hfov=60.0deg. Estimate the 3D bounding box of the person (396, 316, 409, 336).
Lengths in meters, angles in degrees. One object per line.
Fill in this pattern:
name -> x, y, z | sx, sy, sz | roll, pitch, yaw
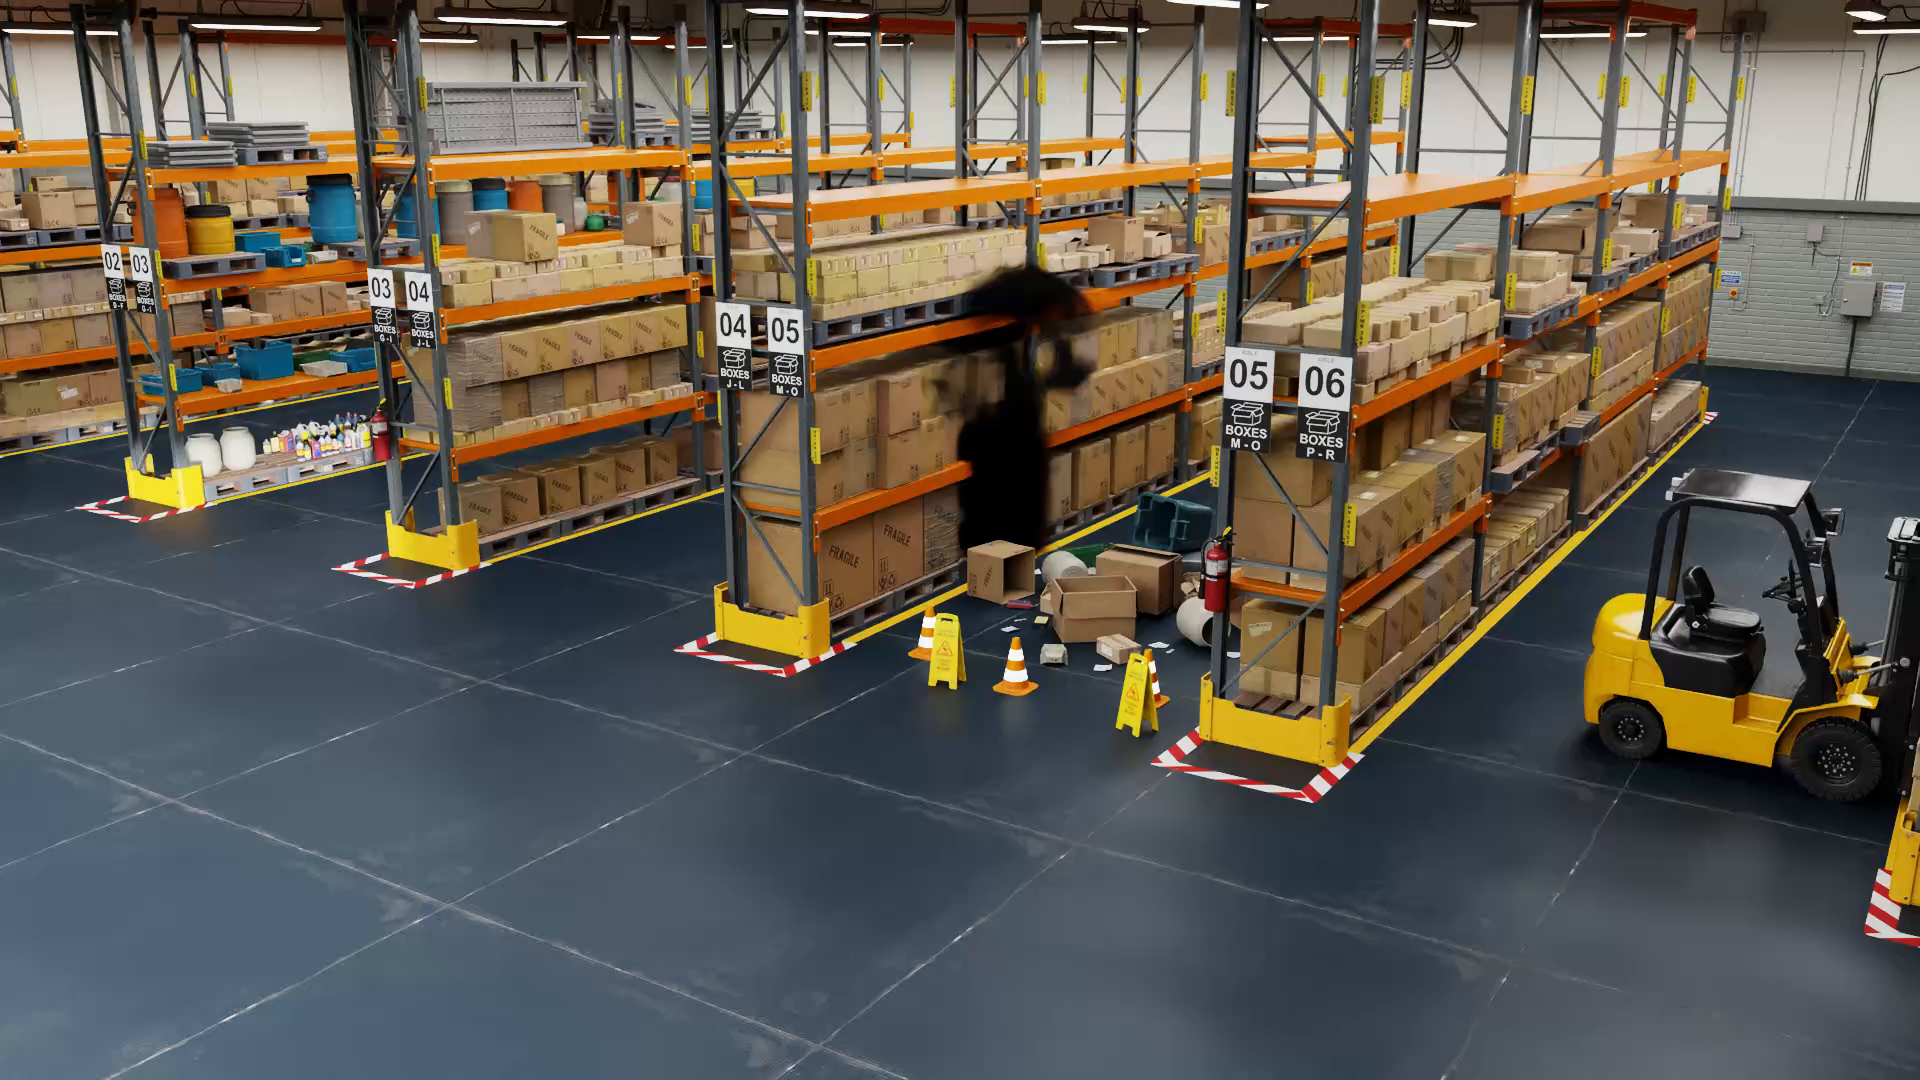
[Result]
person -> -10.453, -4.289, 31.560 | 0.697, 1.731, 1.050 | 10, 19, 33
